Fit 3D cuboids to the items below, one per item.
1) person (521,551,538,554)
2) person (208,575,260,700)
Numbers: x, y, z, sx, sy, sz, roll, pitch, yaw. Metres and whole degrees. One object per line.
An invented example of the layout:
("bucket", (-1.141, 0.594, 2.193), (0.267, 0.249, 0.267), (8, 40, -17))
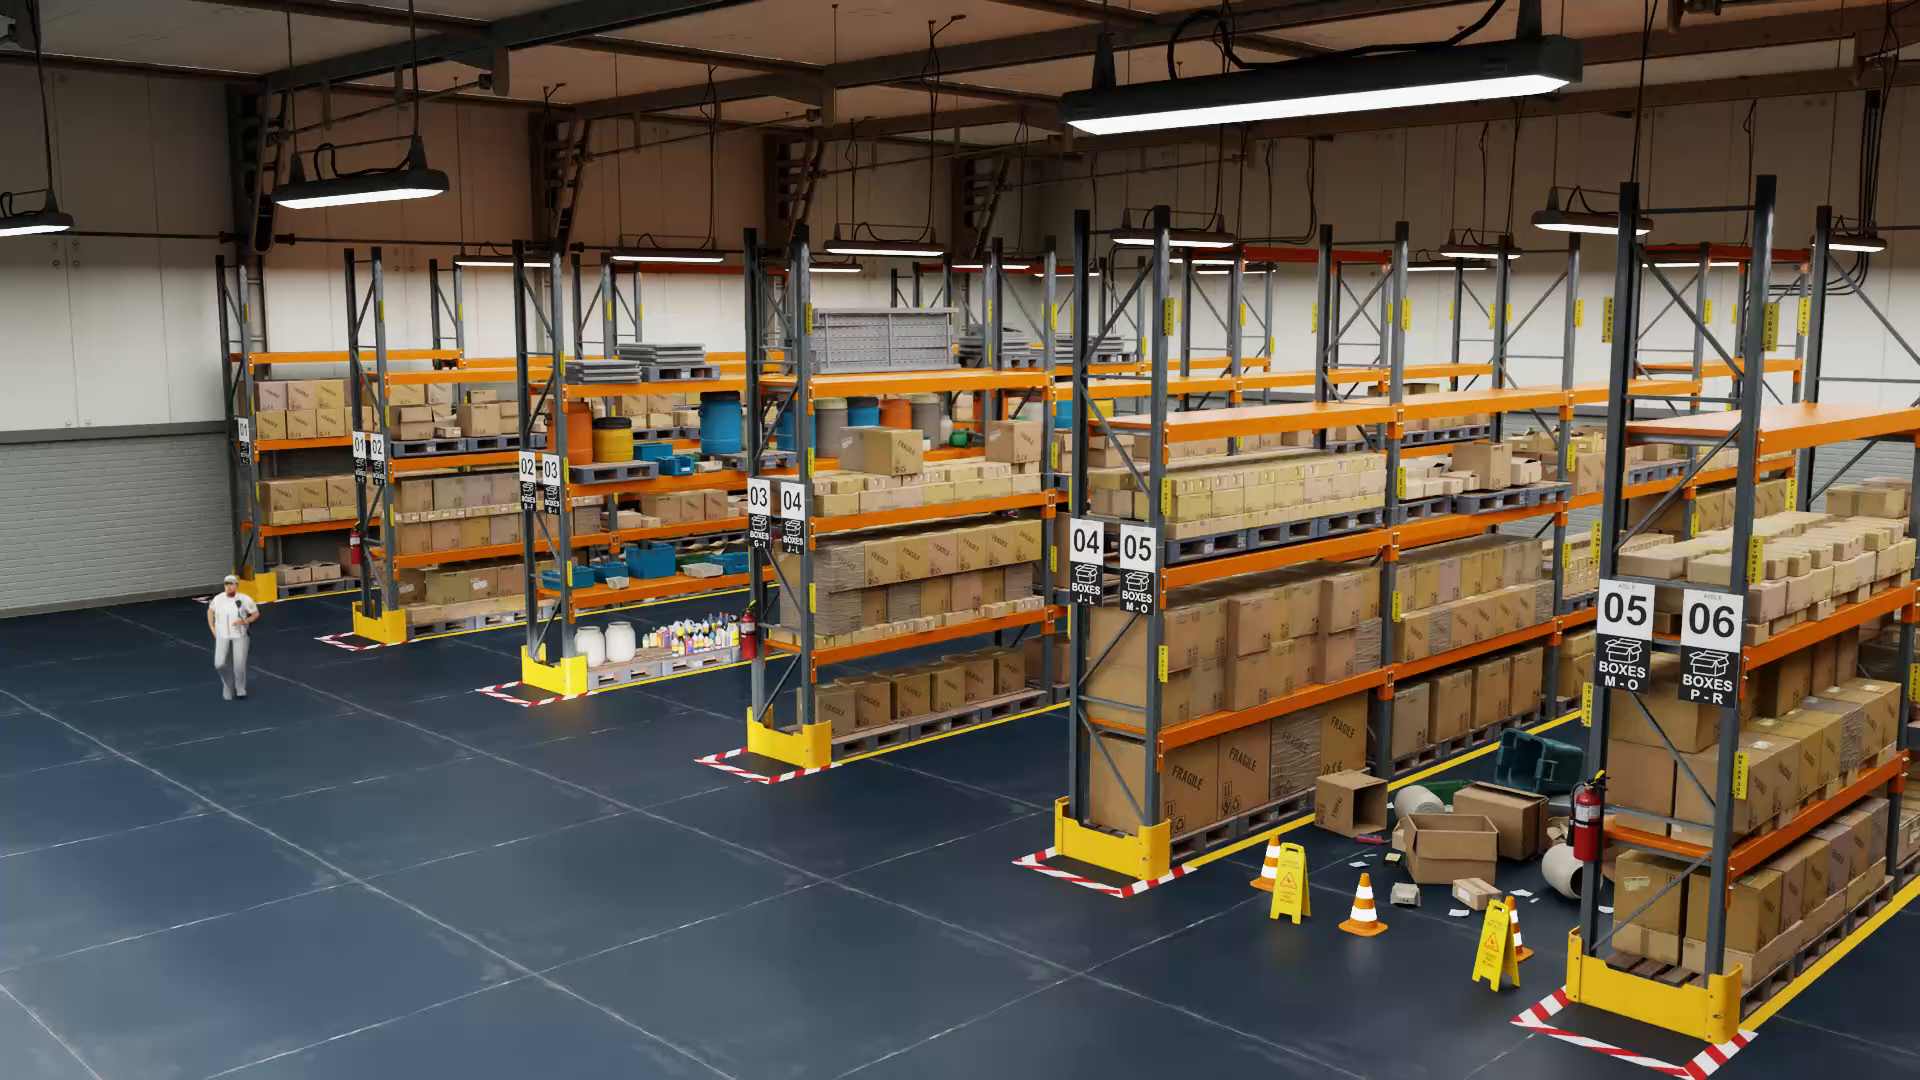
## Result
("person", (-7.651, 0.099, 29.745), (0.964, 1.821, 0.662), (-8, 11, -43))
("person", (-9.506, 1.281, 21.737), (0.675, 1.647, 0.582), (-1, 8, -10))
